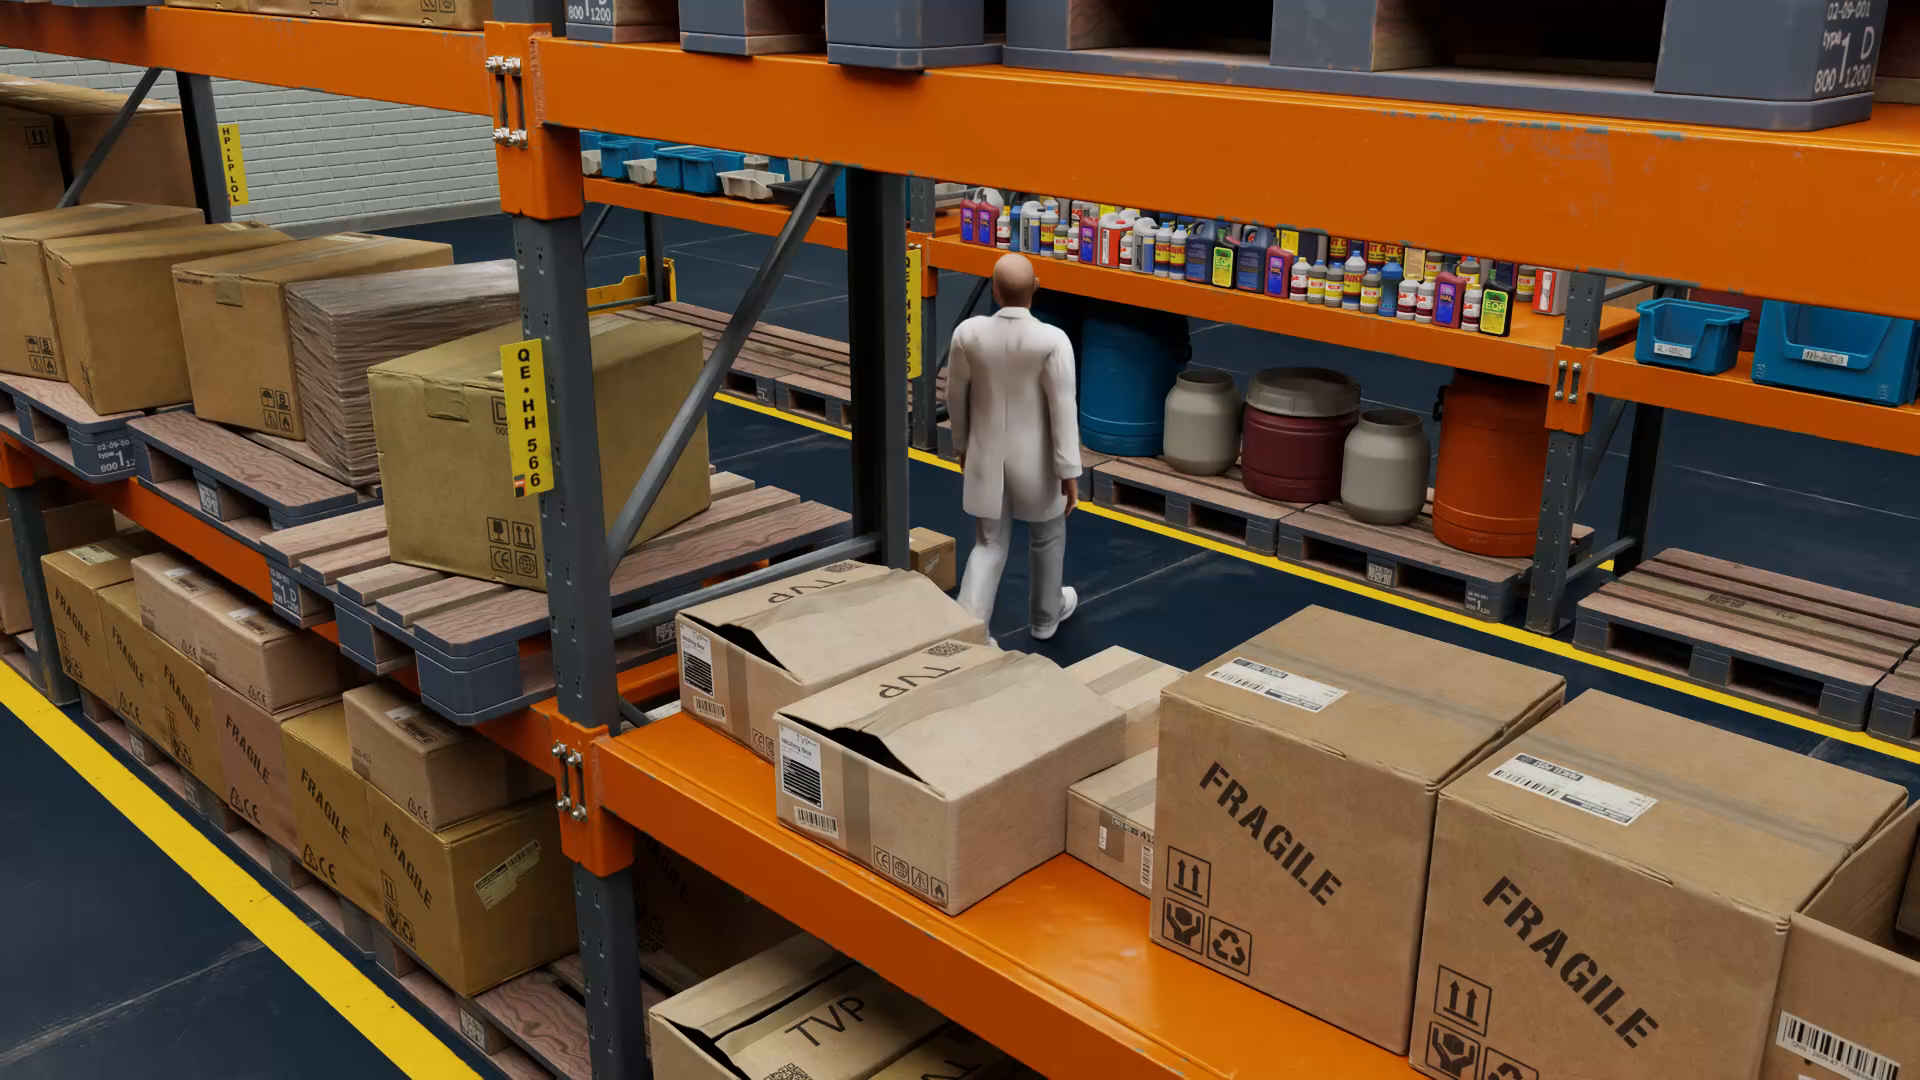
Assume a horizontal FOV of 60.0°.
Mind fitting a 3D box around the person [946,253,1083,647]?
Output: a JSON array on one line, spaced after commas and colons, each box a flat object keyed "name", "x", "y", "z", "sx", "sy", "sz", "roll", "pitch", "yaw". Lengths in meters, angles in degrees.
[{"name": "person", "x": 0.244, "y": -0.339, "z": 7.013, "sx": 0.630, "sy": 1.756, "sz": 1.012, "roll": 8, "pitch": 22, "yaw": 20}]
